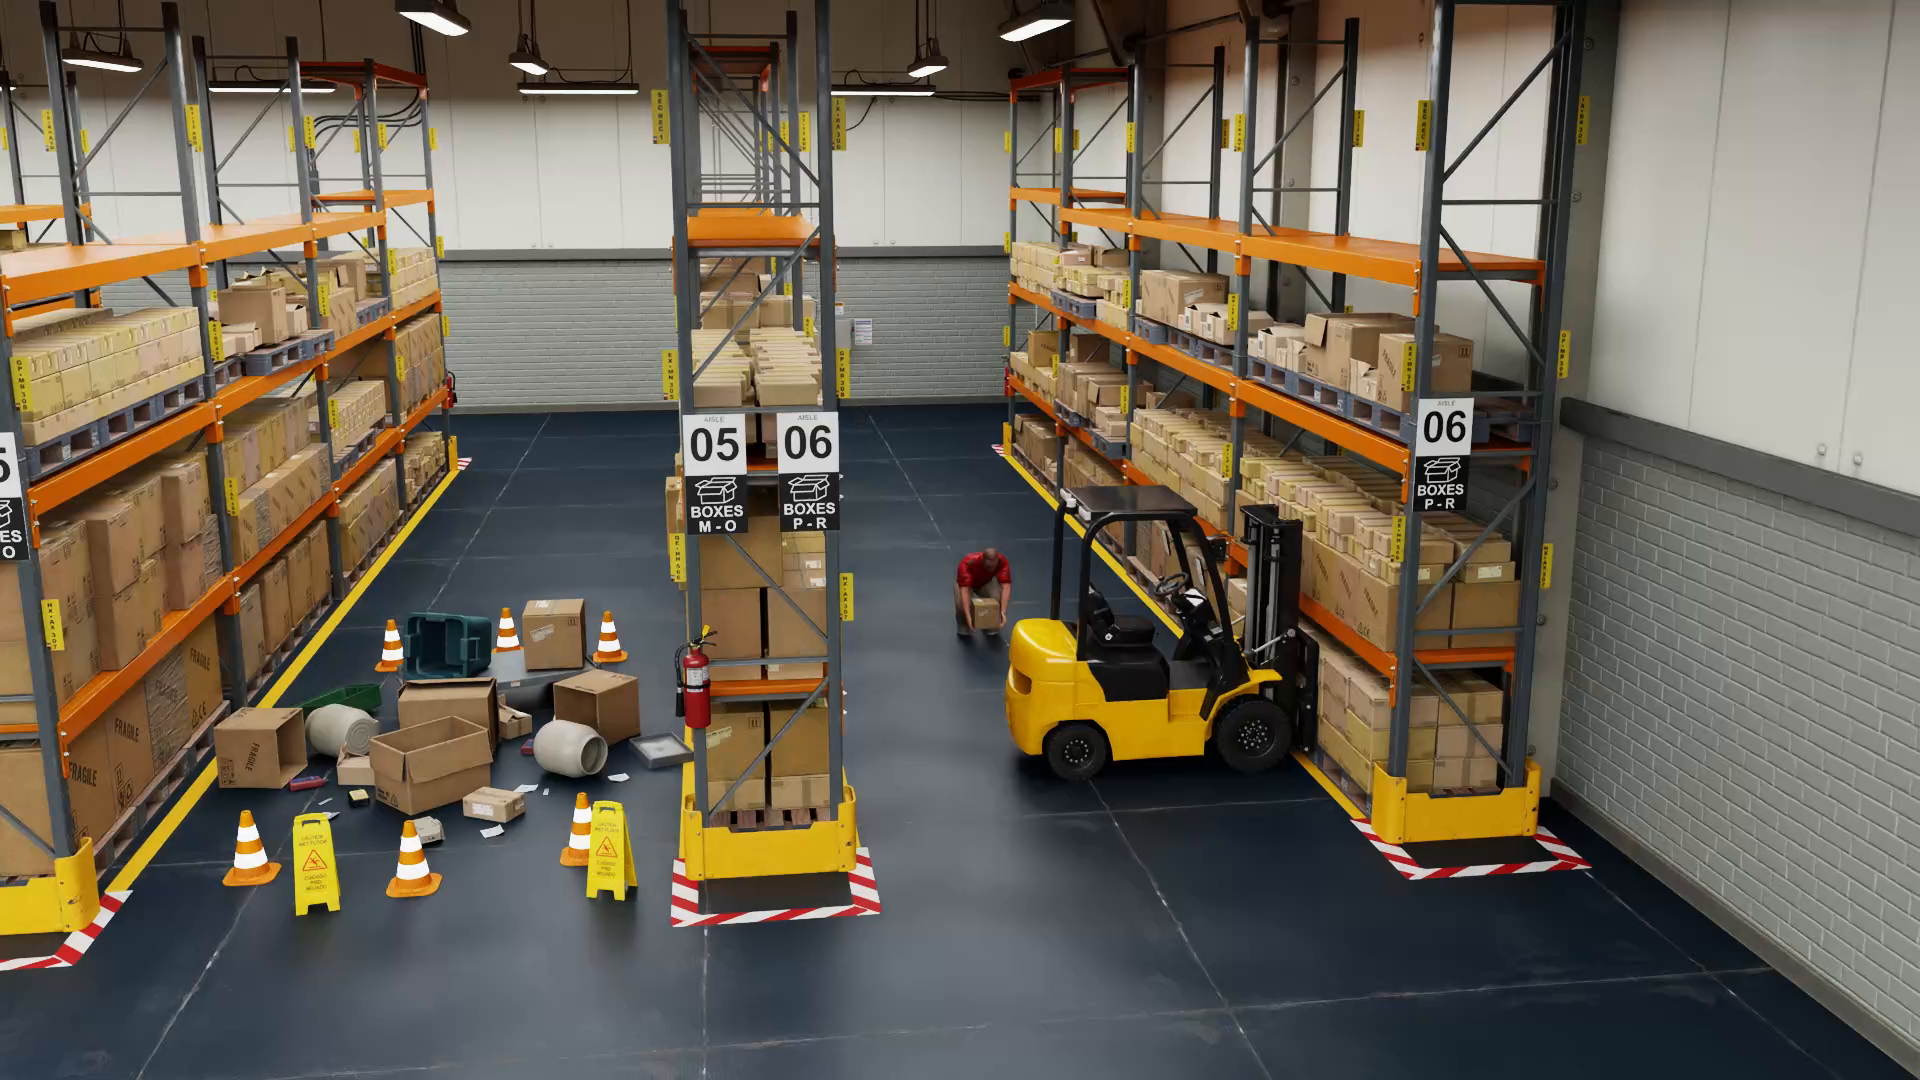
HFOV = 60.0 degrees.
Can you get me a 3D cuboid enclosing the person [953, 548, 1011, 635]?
[{"bbox_3d":[0.225,0.506,16.985,0.568,0.992,0.810,-2,13,-8],"label":"person"}]
